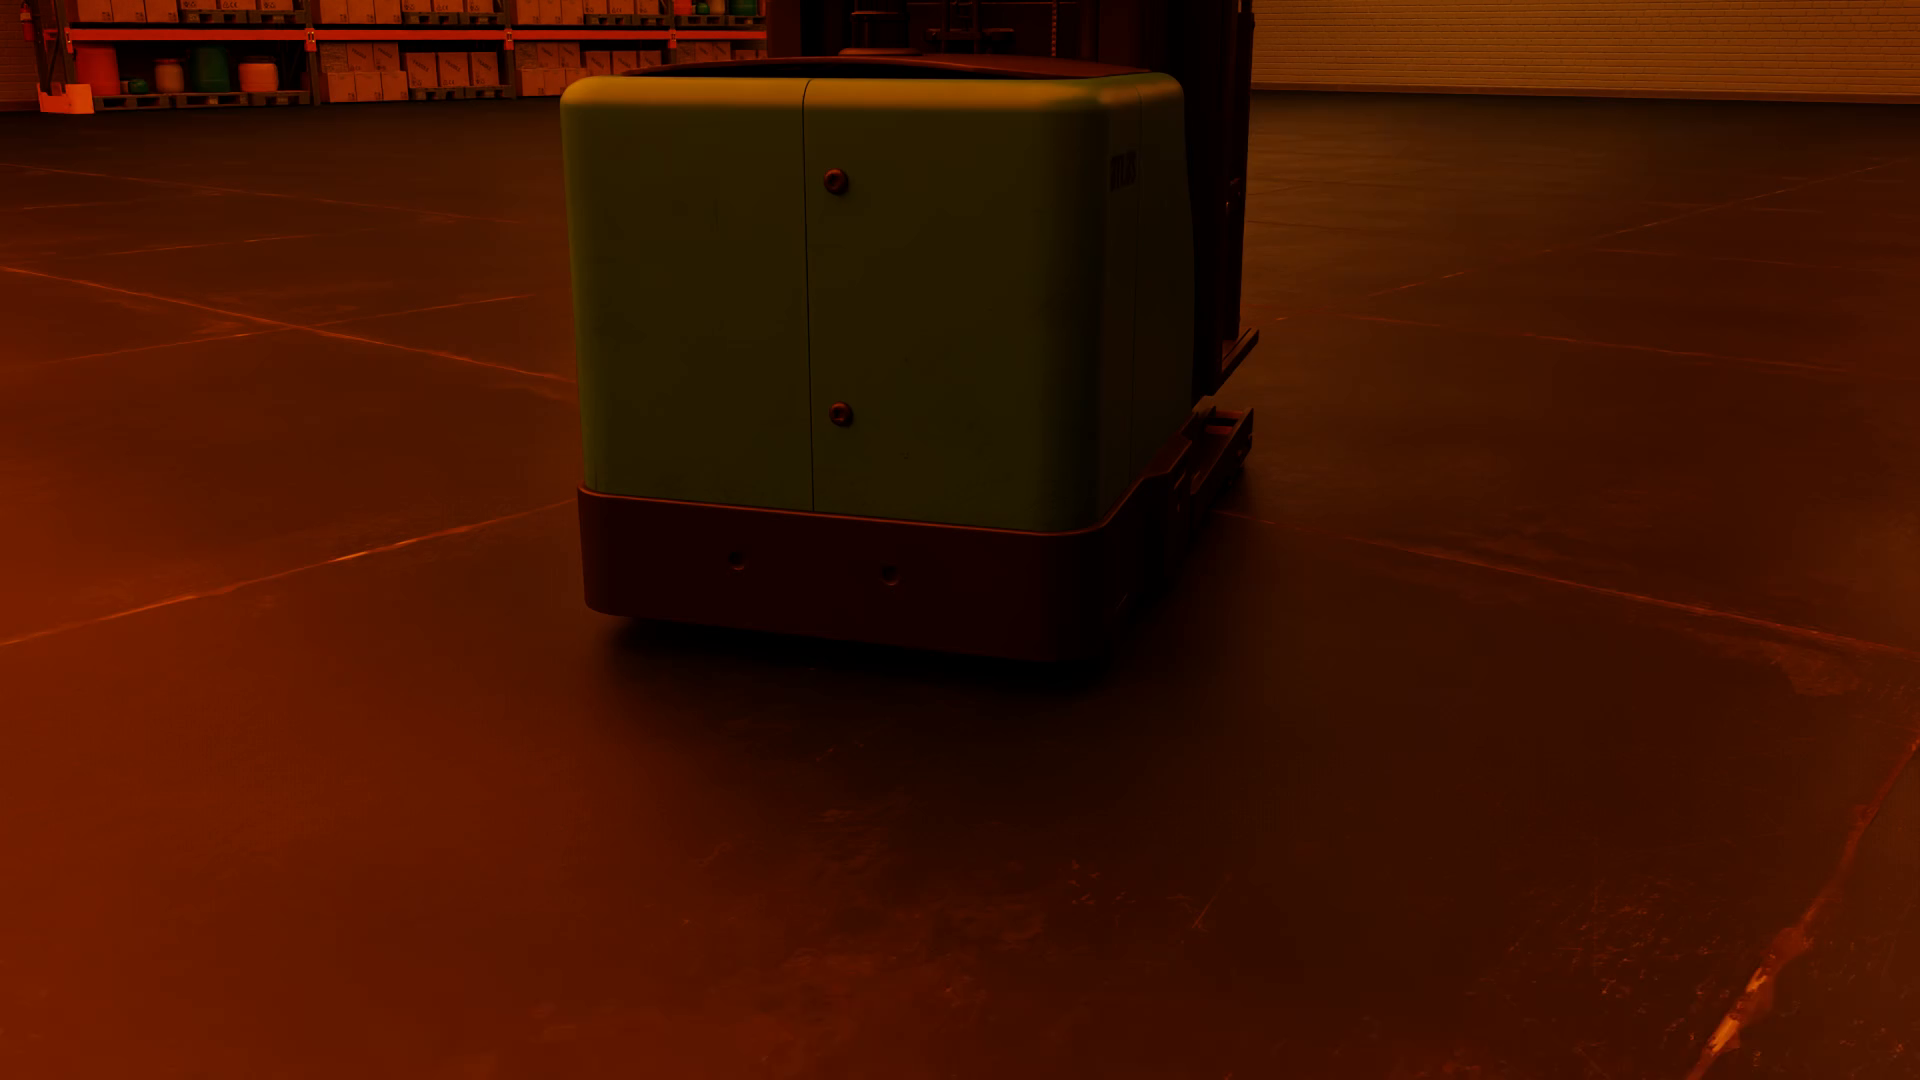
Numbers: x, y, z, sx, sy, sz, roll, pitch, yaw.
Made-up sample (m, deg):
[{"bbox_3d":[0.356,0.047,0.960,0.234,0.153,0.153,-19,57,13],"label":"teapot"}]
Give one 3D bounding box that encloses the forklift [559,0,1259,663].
[{"bbox_3d":[0.182,-1.571,4.072,1.130,2.935,3.031,5,18,17],"label":"forklift"}]
